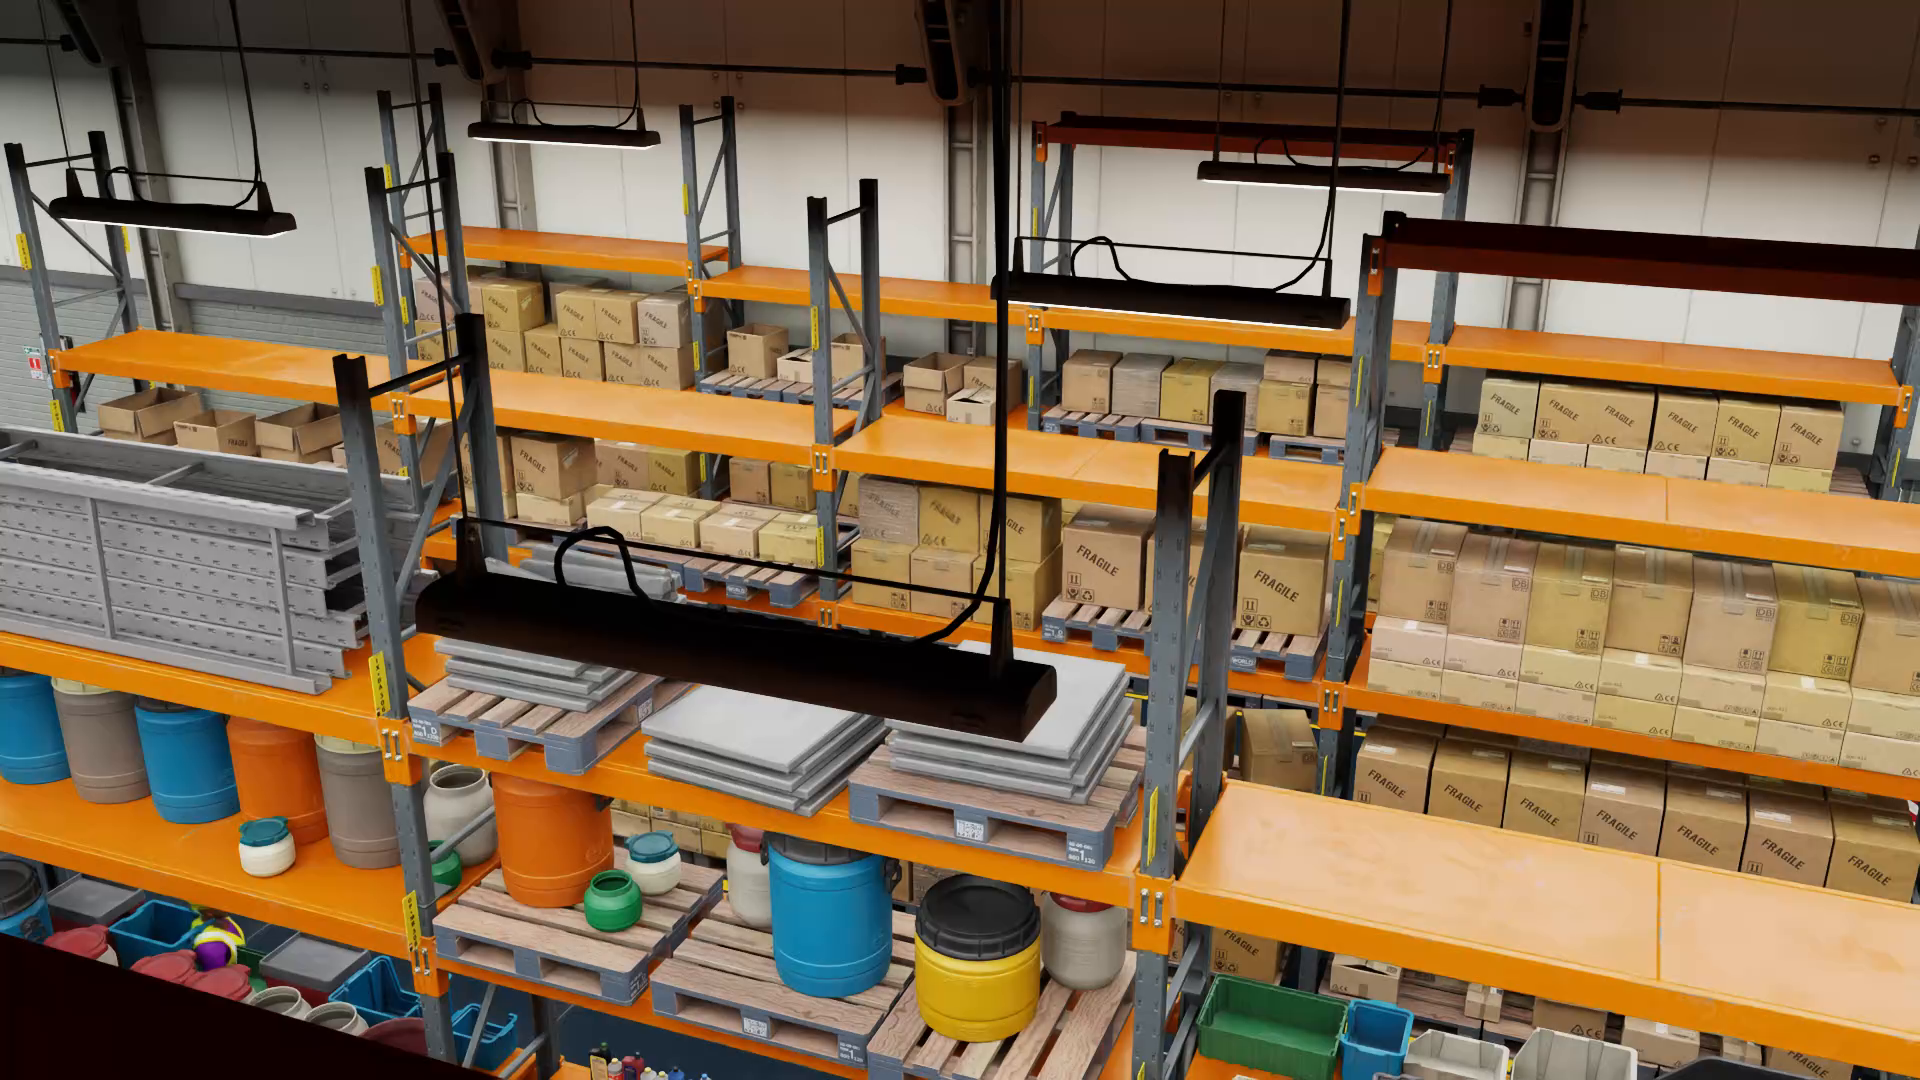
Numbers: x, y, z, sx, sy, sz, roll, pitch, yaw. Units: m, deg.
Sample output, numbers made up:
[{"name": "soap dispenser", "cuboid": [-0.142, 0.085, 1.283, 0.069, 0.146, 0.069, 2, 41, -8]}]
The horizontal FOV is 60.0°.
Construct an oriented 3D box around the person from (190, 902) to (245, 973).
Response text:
[{"name": "person", "cuboid": [-5.059, 3.115, 11.346, 0.554, 1.792, 0.592, -4, 21, -10]}]
